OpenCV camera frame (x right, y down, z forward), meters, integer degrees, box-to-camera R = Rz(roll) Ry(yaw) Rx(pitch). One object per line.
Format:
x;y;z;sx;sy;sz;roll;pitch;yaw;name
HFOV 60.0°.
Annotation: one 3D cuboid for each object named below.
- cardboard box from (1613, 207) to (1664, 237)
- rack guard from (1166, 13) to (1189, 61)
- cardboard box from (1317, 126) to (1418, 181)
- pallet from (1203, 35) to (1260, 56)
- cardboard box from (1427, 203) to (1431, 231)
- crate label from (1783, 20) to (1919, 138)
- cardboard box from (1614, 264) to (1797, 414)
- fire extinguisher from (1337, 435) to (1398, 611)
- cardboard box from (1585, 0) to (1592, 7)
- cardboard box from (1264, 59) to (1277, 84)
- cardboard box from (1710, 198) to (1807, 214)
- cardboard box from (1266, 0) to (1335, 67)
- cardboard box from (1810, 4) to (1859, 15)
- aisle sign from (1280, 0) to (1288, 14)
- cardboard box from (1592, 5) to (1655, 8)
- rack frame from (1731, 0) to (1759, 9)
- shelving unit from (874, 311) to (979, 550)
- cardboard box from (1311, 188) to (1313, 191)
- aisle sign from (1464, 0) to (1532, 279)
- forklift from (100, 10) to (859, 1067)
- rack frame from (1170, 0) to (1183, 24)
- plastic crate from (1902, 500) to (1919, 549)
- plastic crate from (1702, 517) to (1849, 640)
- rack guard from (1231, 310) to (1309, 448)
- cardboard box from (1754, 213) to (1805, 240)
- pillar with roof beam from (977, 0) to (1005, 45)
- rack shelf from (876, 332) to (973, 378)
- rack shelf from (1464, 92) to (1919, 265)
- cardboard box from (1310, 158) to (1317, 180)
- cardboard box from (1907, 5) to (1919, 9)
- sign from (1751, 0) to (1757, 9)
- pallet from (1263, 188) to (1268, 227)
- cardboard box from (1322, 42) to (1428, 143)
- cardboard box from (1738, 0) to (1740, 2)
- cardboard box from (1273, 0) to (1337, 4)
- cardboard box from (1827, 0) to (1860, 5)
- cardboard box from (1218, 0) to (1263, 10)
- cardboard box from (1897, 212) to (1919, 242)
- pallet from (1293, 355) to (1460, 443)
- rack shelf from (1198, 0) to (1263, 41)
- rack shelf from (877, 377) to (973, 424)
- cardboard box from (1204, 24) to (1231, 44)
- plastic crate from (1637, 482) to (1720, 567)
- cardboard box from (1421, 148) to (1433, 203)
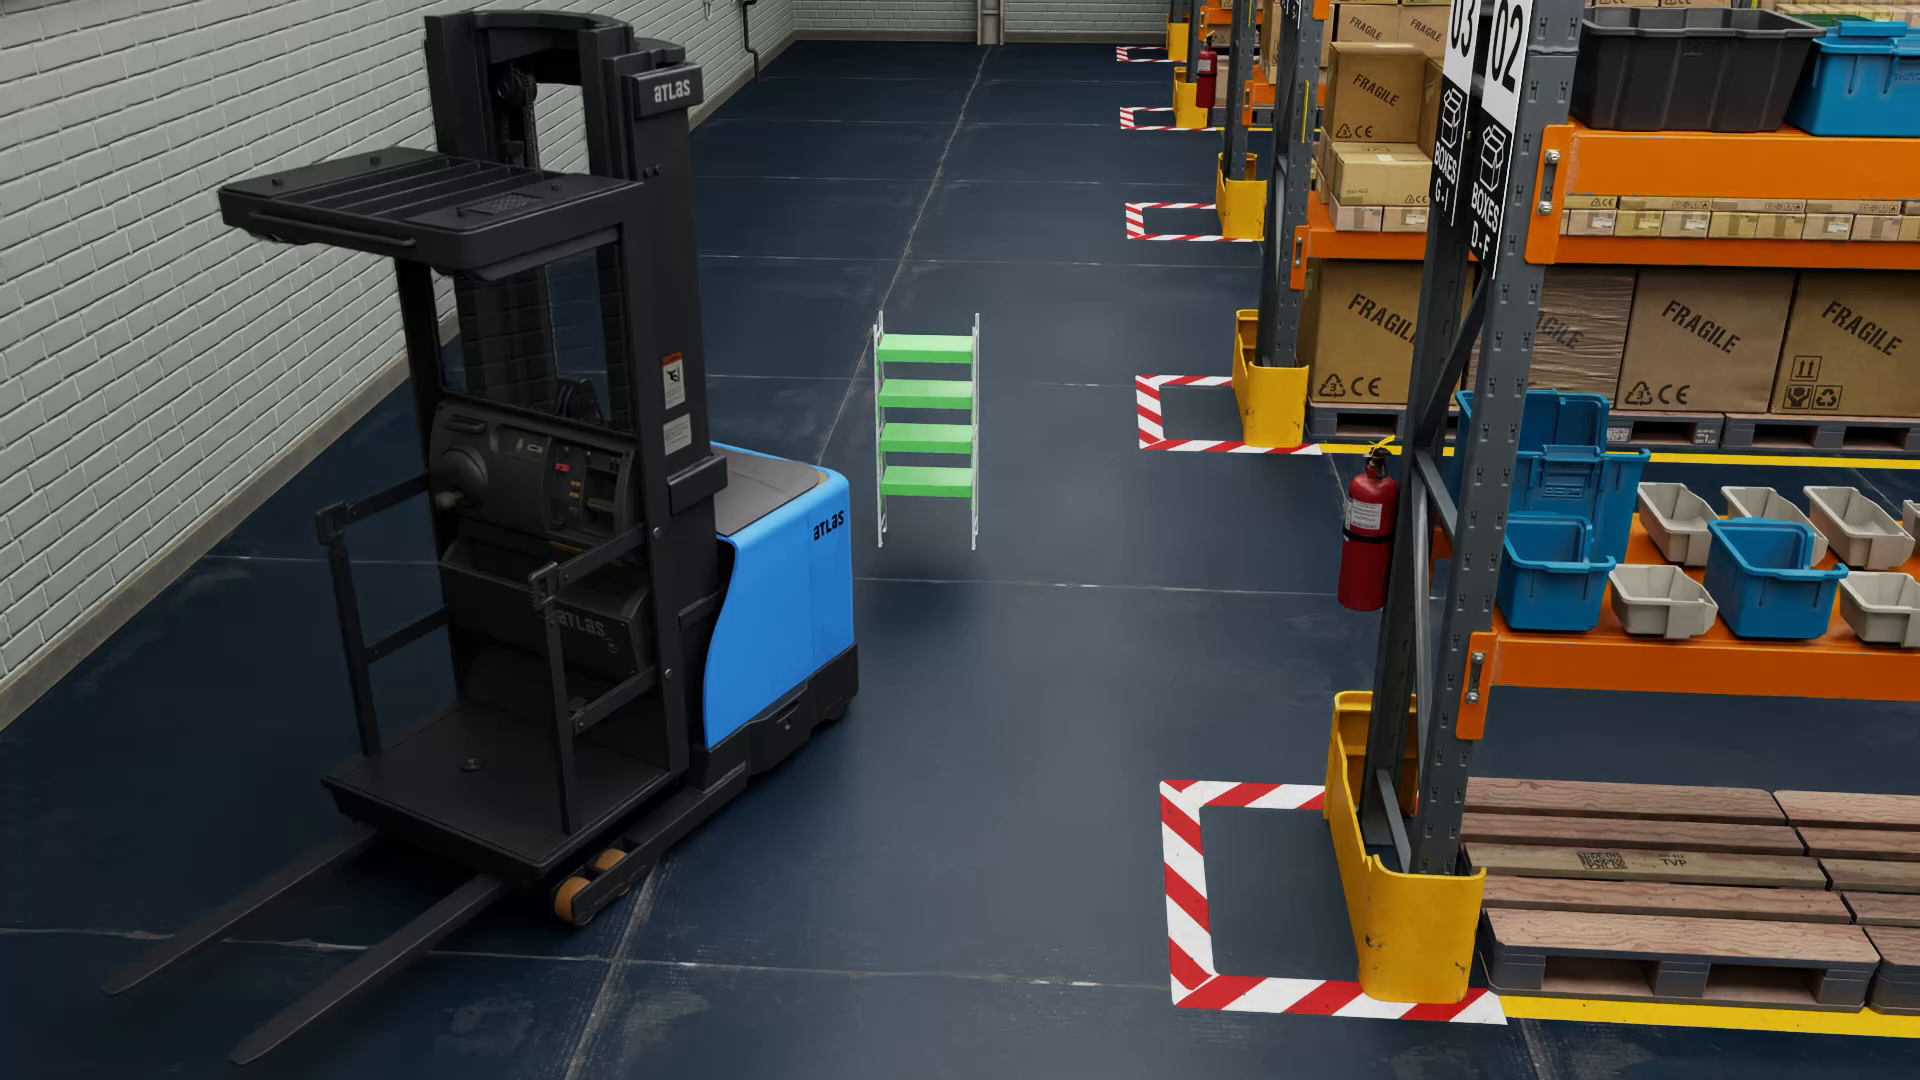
3.808;-1.845;9.473;0.250;0.149;0.380;1;25;3;cardboard box
3.156;-7.218;23.839;0.348;0.500;1.175;2;25;4;rack guard
2.449;-2.319;10.026;0.500;0.250;0.500;1;25;3;cardboard box
3.951;-7.062;23.845;1.213;0.211;1.003;2;25;4;pallet
2.786;-1.879;9.545;0.250;0.149;0.380;1;25;3;cardboard box
2.462;-1.224;4.411;0.502;0.251;0.408;2;25;4;crate label
4.385;-1.338;10.109;0.875;0.875;0.875;2;25;4;cardboard box
1.451;-0.083;5.880;0.183;0.674;0.296;2;25;4;fire extinguisher
4.900;-4.667;13.632;0.500;0.500;0.500;2;25;5;cardboard box
2.724;-3.960;14.068;0.250;0.149;0.380;2;25;4;cardboard box
4.449;-2.033;9.403;0.500;0.250;0.500;2;25;5;cardboard box
2.853;-4.272;13.971;0.500;0.500;0.500;3;25;6;cardboard box
7.050;-4.229;13.440;0.250;0.149;0.380;3;25;5;cardboard box
1.897;-3.465;9.583;0.004;0.787;0.394;2;25;4;aisle sign
5.393;-4.189;13.789;0.500;0.500;0.500;1;25;3;cardboard box
6.414;-4.093;14.057;0.127;3.000;1.000;2;25;4;rack frame
-0.165;-0.550;8.511;0.503;1.200;0.258;2;25;4;shelving unit
3.191;-2.992;14.573;0.250;0.149;0.380;2;25;4;cardboard box
1.472;-1.152;4.556;0.004;0.787;0.394;2;25;4;aisle sign
-1.621;-0.204;5.687;1.130;2.935;3.031;14;28;28;forklift
3.081;-8.356;23.322;0.127;3.000;1.000;2;25;4;rack frame
3.257;-0.034;5.479;0.250;0.136;0.298;2;25;4;plastic crate
2.444;0.122;5.025;0.300;0.233;0.416;2;25;4;plastic crate
1.922;-1.022;10.374;0.348;0.500;1.175;2;25;4;rack guard
4.579;-1.821;9.420;0.250;0.149;0.380;2;25;5;cardboard box
0.132;-9.749;19.173;0.400;9.000;9.100;2;25;4;pillar with roof beam
-0.165;-0.928;8.337;0.480;0.148;0.258;2;25;4;rack shelf
3.561;-1.065;4.748;4.000;0.370;1.077;2;25;4;rack shelf
2.923;-3.229;14.375;0.250;0.149;0.380;1;25;2;cardboard box
7.810;-4.203;13.383;0.250;0.149;0.380;2;25;4;cardboard box
6.381;-4.260;13.384;0.005;0.325;0.100;2;25;4;sign
3.309;-2.911;14.824;1.213;0.211;1.003;2;25;4;pallet
2.452;-2.659;9.866;0.500;0.500;0.500;2;25;5;cardboard box
8.635;-5.908;18.182;0.500;0.250;0.500;1;25;3;cardboard box
2.853;-4.731;13.771;0.500;0.500;0.500;2;25;4;cardboard box
7.355;-4.491;14.009;0.250;0.149;0.380;1;25;2;cardboard box
3.161;-6.198;18.512;0.500;0.500;0.500;2;25;4;cardboard box
5.348;-1.796;9.366;0.250;0.149;0.380;2;25;5;cardboard box
2.749;-0.897;10.448;1.213;0.211;1.003;2;25;4;pallet
4.698;-5.897;18.837;4.000;0.370;1.077;2;25;4;rack shelf
-0.165;-0.710;8.437;0.480;0.148;0.258;2;25;4;rack shelf
3.683;-7.354;23.628;0.637;0.503;0.797;1;25;2;cardboard box
2.393;-0.050;5.513;0.243;0.136;0.396;2;25;4;plastic crate
2.922;-2.082;9.511;0.500;0.250;0.500;2;25;3;cardboard box
